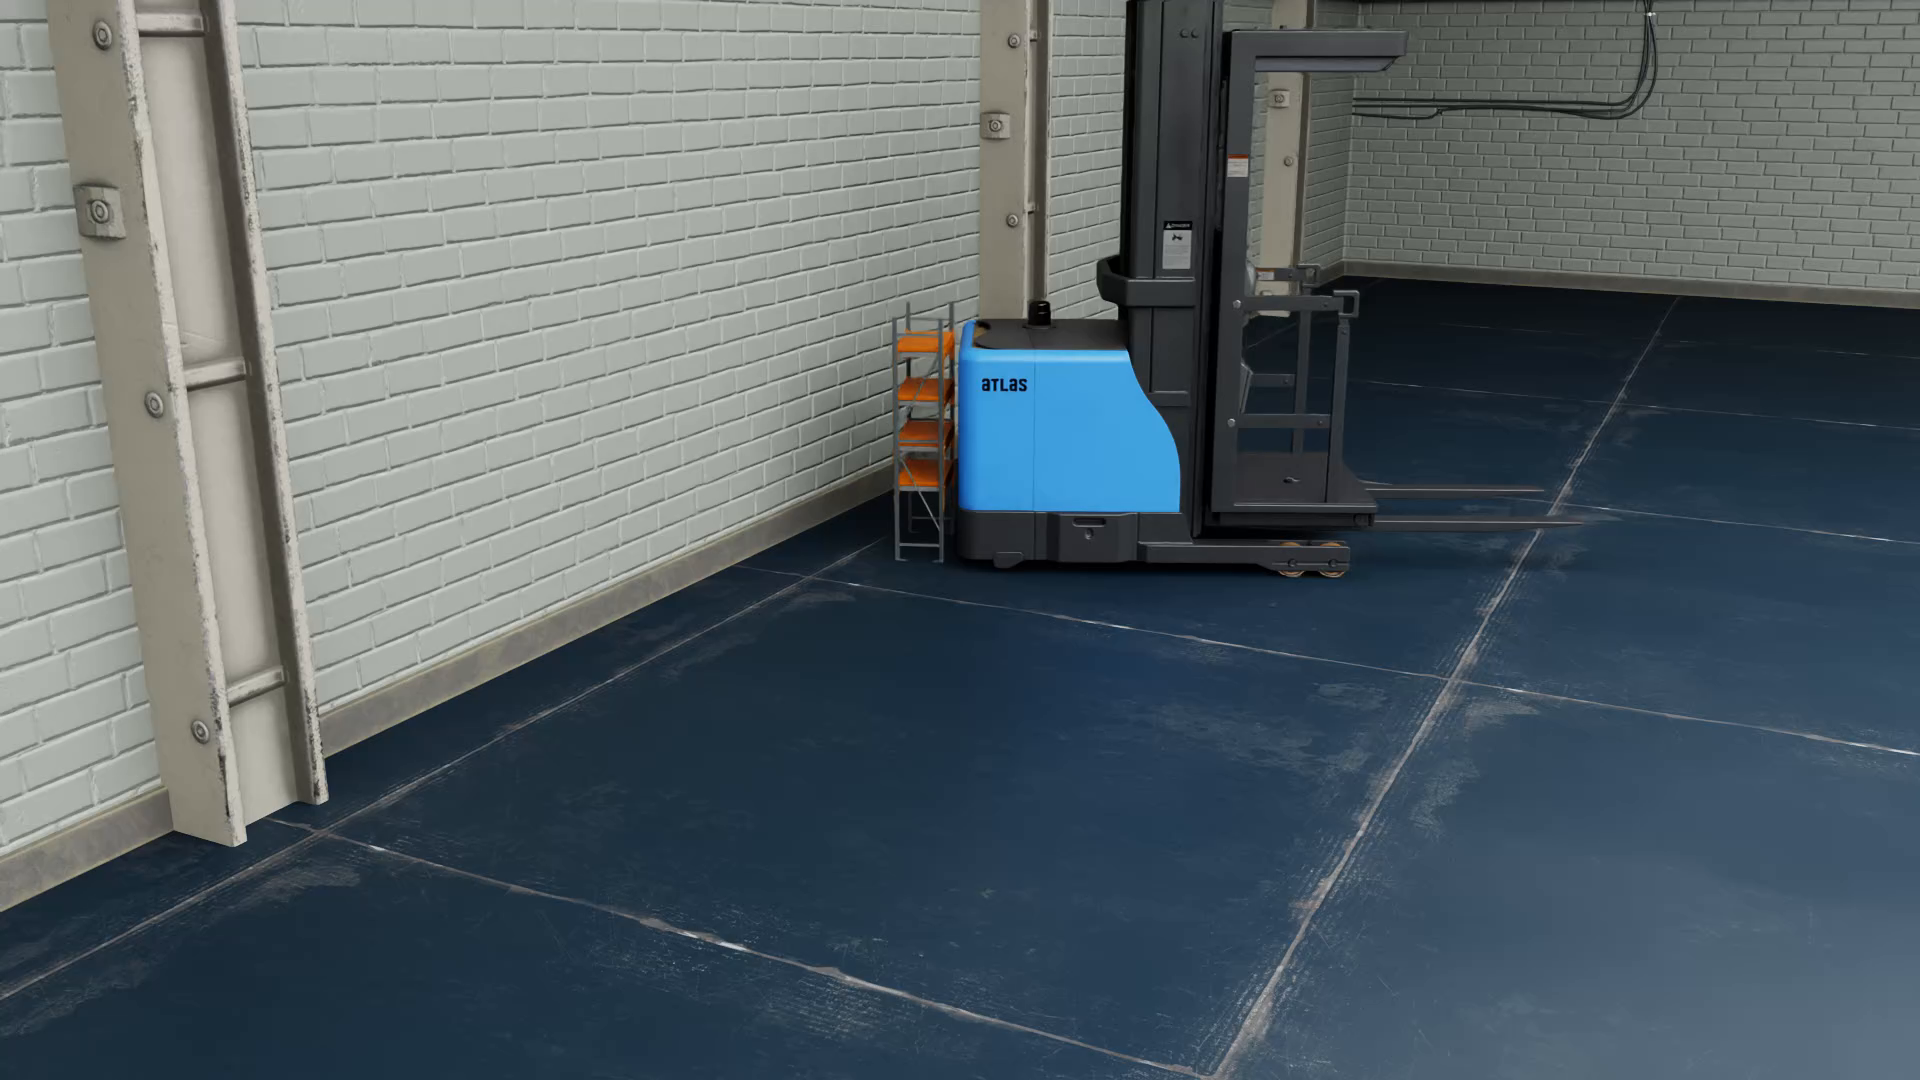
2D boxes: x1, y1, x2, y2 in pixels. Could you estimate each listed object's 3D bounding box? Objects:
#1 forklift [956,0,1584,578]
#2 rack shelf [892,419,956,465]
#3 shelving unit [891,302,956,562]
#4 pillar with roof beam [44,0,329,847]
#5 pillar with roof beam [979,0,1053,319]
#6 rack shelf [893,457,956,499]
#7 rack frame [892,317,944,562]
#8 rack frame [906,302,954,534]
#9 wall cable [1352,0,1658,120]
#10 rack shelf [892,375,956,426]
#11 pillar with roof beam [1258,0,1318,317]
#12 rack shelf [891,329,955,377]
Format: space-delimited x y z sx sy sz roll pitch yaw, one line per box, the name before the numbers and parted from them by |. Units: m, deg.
forklift | 1.505 -1.380 8.021 3.031 2.935 1.130 0 17 2
rack shelf | -0.175 -0.476 8.257 0.258 0.148 0.480 2 17 6
shelving unit | -0.175 -0.541 8.238 0.258 1.200 0.503 2 17 6
pillar with roof beam | 1.507 -2.865 2.365 9.100 9.000 0.400 8 18 25
pillar with roof beam | 4.188 -4.393 7.511 9.100 9.000 0.400 8 18 25
rack shelf | -0.175 -0.286 8.314 0.258 0.148 0.480 2 17 6
rack frame | -0.199 -0.472 8.005 0.240 1.200 0.015 2 17 6
rack frame | -0.151 -0.610 8.471 0.240 1.200 0.015 2 17 6
wall cable | 5.517 -5.563 16.902 3.097 2.526 0.112 8 18 25
rack shelf | -0.175 -0.691 8.194 0.258 0.148 0.480 2 17 6
pillar with roof beam | 6.869 -5.922 12.656 9.100 9.000 0.400 8 18 25
rack shelf | -0.175 -0.918 8.126 0.258 0.148 0.480 2 17 6
